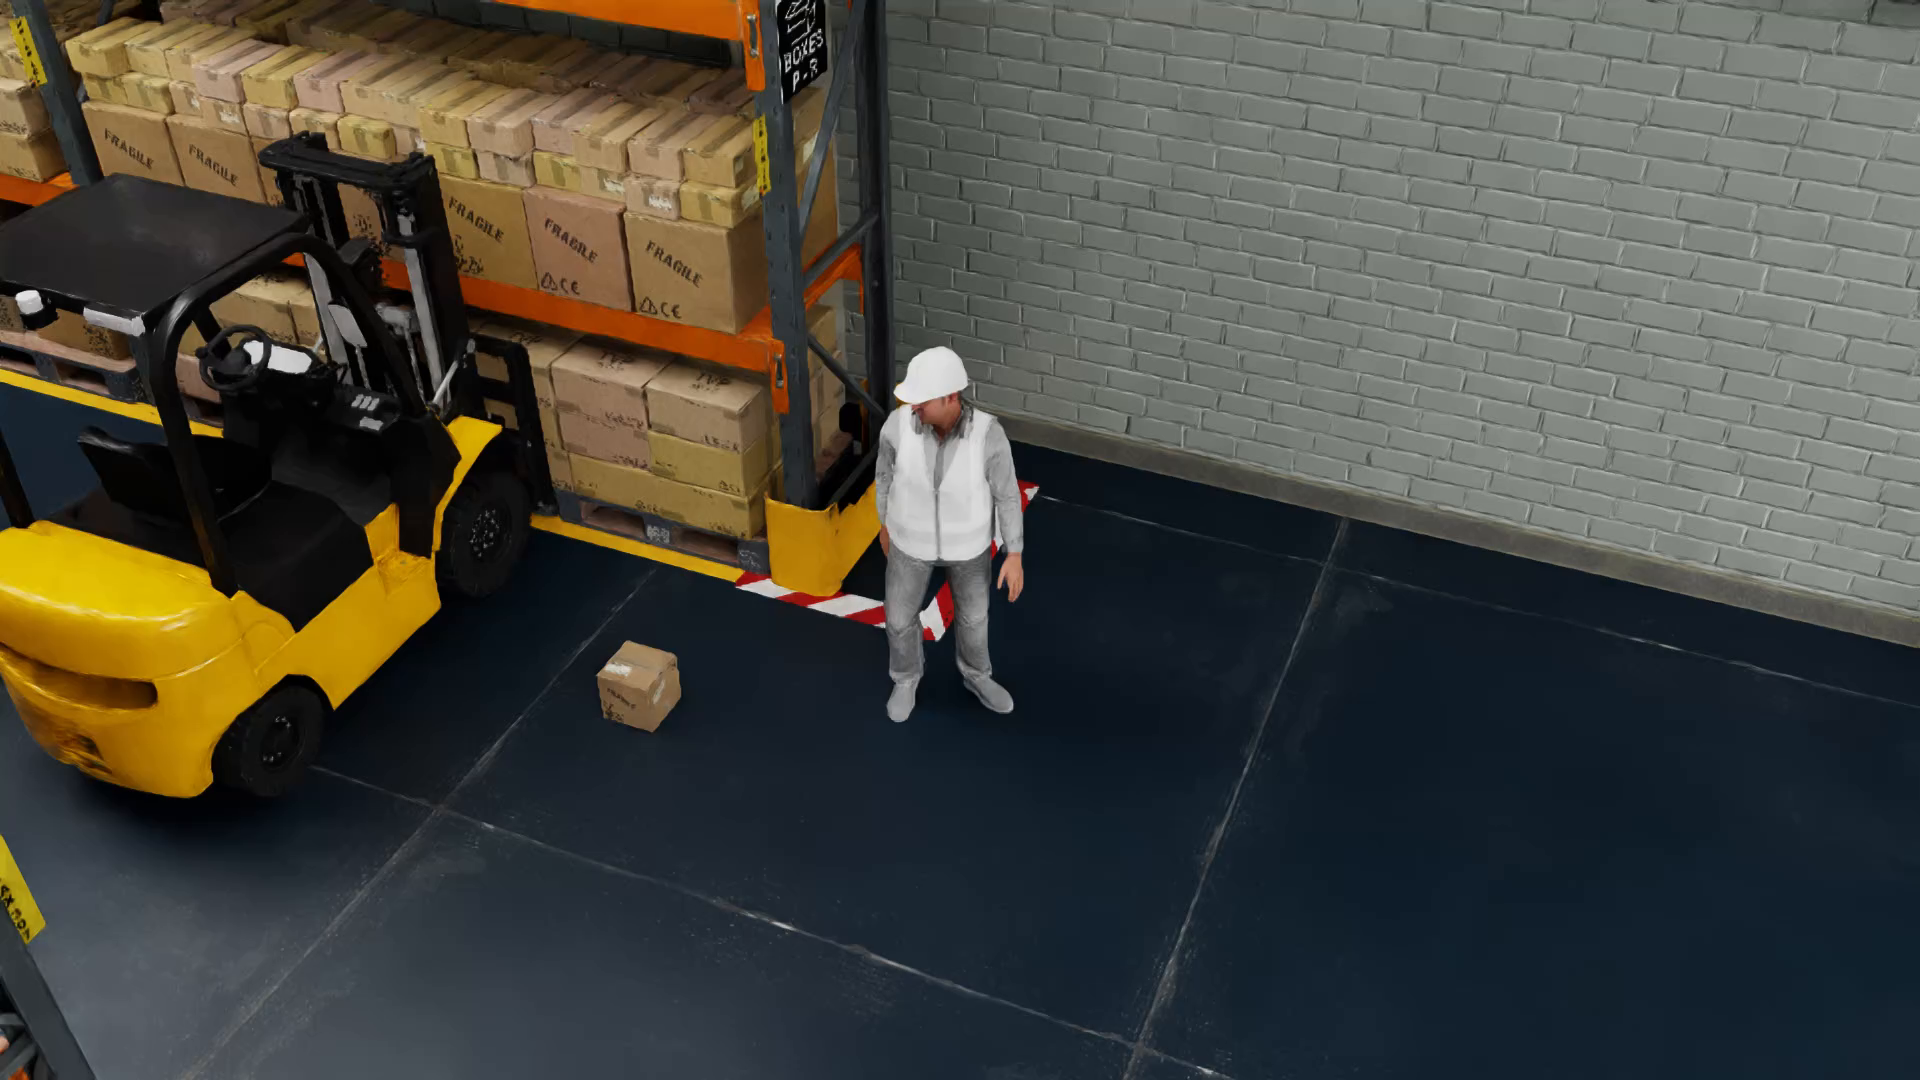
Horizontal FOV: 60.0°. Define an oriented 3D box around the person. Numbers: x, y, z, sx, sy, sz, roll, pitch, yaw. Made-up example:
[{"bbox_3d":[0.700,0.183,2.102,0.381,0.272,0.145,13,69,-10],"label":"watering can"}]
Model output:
[{"bbox_3d":[-0.043,0.039,6.755,0.607,1.827,0.455,1,37,1],"label":"person"}]
